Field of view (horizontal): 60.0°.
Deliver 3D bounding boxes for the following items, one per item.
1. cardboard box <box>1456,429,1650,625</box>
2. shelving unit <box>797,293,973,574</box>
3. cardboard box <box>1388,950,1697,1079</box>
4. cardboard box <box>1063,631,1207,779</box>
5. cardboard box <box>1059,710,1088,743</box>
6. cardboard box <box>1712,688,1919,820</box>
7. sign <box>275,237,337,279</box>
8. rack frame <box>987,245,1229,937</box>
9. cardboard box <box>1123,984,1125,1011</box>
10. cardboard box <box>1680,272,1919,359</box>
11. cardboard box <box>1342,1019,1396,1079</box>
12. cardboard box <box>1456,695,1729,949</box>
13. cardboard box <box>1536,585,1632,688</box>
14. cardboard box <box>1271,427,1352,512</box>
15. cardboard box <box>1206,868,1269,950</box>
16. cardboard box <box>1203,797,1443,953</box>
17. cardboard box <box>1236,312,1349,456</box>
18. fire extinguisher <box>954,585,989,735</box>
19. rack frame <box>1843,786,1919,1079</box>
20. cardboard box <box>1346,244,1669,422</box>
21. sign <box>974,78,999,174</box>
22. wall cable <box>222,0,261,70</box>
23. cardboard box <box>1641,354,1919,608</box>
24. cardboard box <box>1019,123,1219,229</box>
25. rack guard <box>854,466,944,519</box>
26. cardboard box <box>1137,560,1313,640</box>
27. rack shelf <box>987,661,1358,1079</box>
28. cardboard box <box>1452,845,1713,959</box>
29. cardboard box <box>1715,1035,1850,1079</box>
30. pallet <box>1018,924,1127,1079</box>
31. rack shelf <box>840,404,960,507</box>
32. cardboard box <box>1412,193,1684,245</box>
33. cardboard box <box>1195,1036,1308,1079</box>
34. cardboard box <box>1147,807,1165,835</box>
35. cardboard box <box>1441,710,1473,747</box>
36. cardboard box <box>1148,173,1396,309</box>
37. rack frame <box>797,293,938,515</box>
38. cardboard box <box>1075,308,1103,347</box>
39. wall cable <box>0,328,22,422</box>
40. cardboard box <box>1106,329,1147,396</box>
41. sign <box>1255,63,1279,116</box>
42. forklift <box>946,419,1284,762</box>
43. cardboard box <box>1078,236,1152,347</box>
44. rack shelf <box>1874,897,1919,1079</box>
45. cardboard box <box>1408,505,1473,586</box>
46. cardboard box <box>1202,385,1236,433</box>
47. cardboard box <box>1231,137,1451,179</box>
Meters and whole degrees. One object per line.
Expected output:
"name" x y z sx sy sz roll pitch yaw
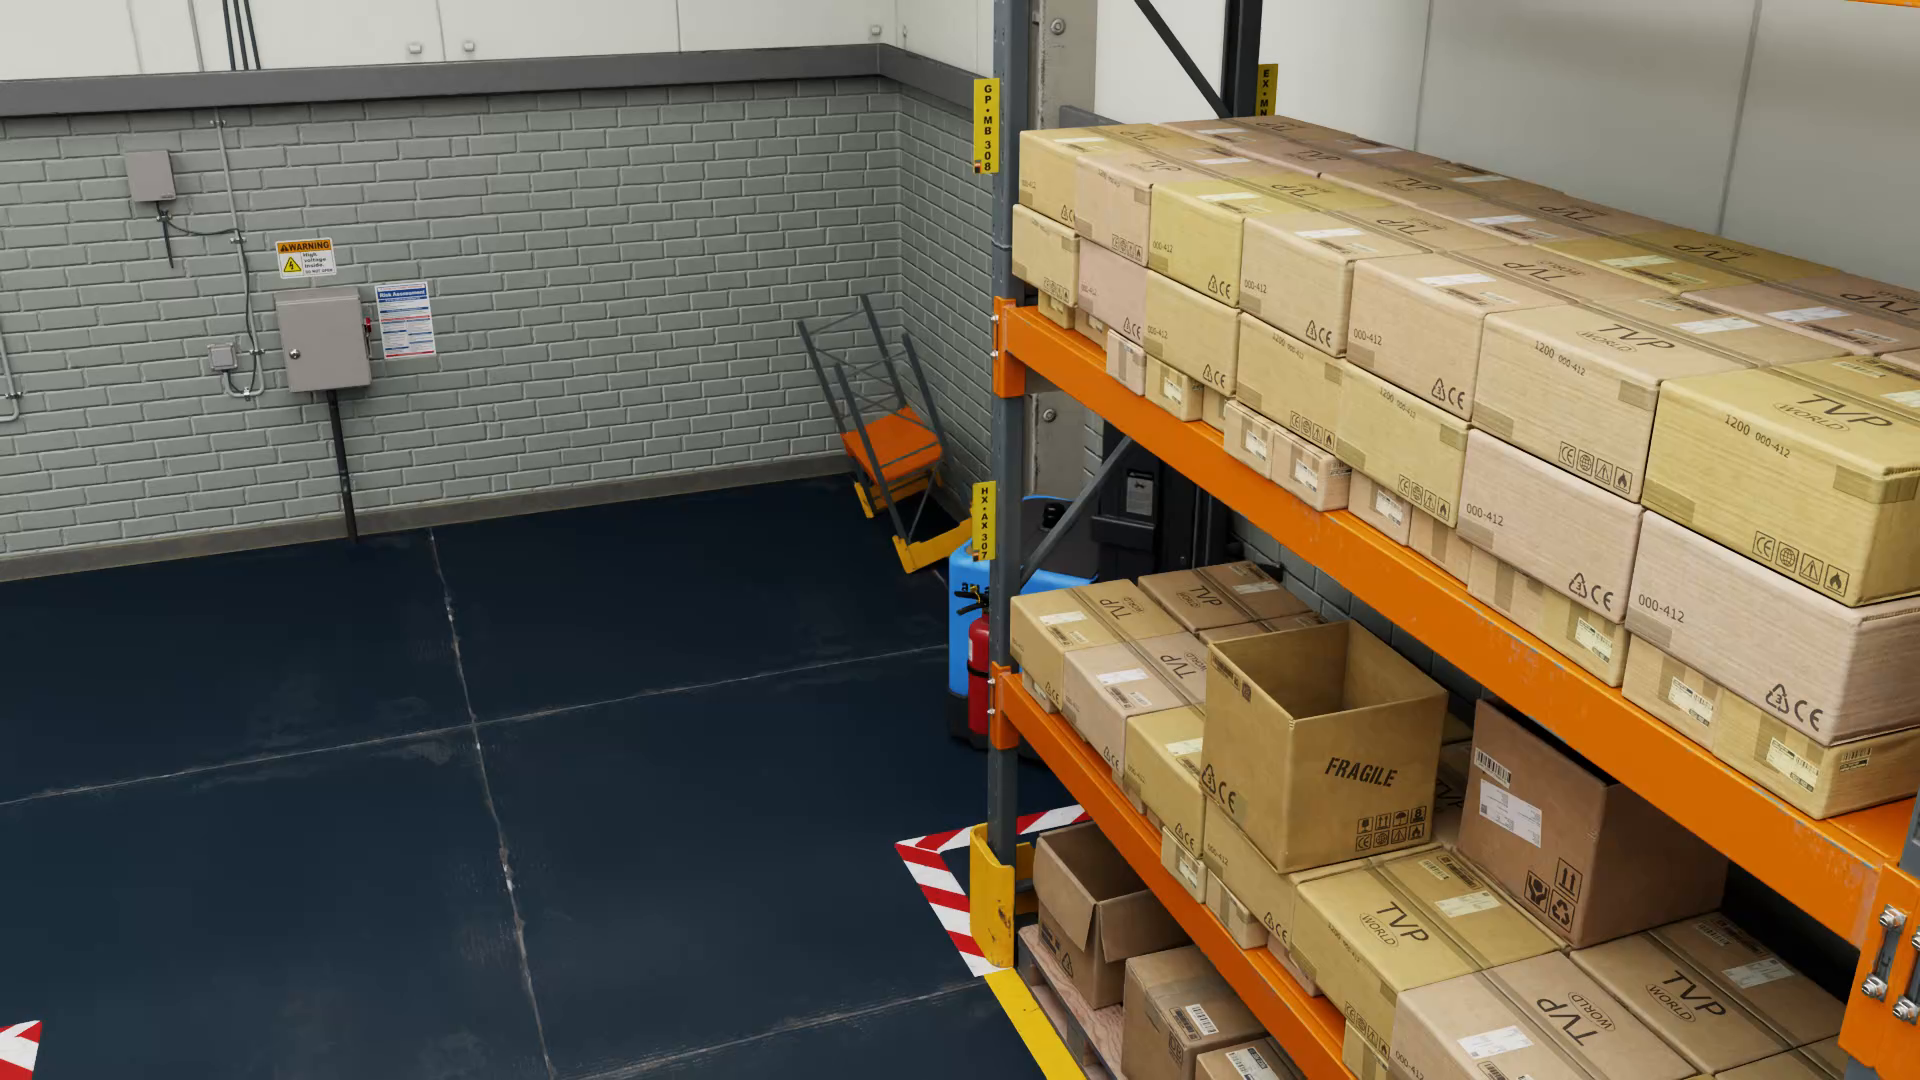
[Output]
"cardboard box" 1.419 -0.072 3.507 0.500 0.250 0.500 -9 25 -21
"shelving unit" -0.468 -0.724 10.892 0.587 1.500 1.083 -24 27 -8
"cardboard box" 1.418 1.307 4.097 0.500 0.250 0.500 -8 24 -19
"cardboard box" 0.691 0.570 5.845 0.500 0.250 0.500 -8 24 -18
"cardboard box" 0.597 0.612 6.259 0.380 0.149 0.250 -8 24 -18
"cardboard box" 1.614 0.350 3.019 0.380 0.149 0.250 -9 24 -19
"sign" -4.160 -1.793 10.580 0.339 0.242 0.001 -8 24 -19
"rack frame" 0.604 0.253 6.787 1.000 3.000 0.127 -8 24 -19
"cardboard box" 0.845 1.768 6.322 0.380 0.149 0.250 -9 25 -21
"cardboard box" 1.911 -0.379 3.591 0.500 0.250 0.500 -9 24 -20
"cardboard box" 1.258 1.370 4.460 0.380 0.149 0.250 -9 24 -20
"cardboard box" 1.740 0.716 4.535 0.500 0.500 0.500 -9 24 -20
"cardboard box" 1.444 0.162 3.465 0.380 0.149 0.250 -8 24 -17
"cardboard box" 1.042 -0.205 4.336 0.380 0.149 0.250 -8 24 -18
"cardboard box" 0.984 1.094 5.116 0.380 0.149 0.250 -8 24 -18
"cardboard box" 1.073 0.937 4.975 0.500 0.250 0.500 -9 24 -20
"cardboard box" 1.078 -0.444 4.389 0.500 0.250 0.500 -9 24 -20
"fire extinguisher" 0.120 0.471 6.851 0.296 0.674 0.183 -8 24 -19
"rack frame" 2.017 1.707 3.339 1.000 3.000 0.127 -8 24 -19
"cardboard box" 1.255 -0.493 3.861 0.500 0.250 0.500 -8 24 -18
"sign" 0.097 -1.457 5.858 0.100 0.325 0.005 -8 24 -19
"wall cable" -2.987 -4.345 9.924 2.988 3.039 0.133 -8 24 -19
"cardboard box" 1.614 -0.124 2.987 0.500 0.250 0.500 -8 24 -19
"cardboard box" 0.526 -1.232 5.614 0.500 0.250 0.500 -9 24 -20
"rack guard" -0.425 -0.385 11.614 0.587 0.250 0.087 -24 27 -8
"cardboard box" 1.015 0.316 6.448 0.500 0.250 0.500 -8 24 -17
"rack shelf" 1.311 1.311 5.203 1.077 0.370 4.000 -8 24 -19
"cardboard box" 1.731 1.053 4.700 0.500 0.250 0.500 -8 24 -18
"cardboard box" 2.095 1.422 3.825 0.500 0.250 0.500 -9 24 -20
"pallet" 0.914 1.856 6.576 1.003 0.211 1.213 -8 24 -19
"rack shelf" -0.410 -0.570 10.965 0.538 0.185 1.000 -24 27 -8
"cardboard box" 1.549 -0.744 4.457 0.500 0.250 0.500 -8 24 -19
"cardboard box" 1.090 1.969 5.395 0.500 0.500 0.500 -8 24 -18
"cardboard box" 0.853 0.899 5.579 0.380 0.149 0.250 -8 24 -18
"cardboard box" 1.367 0.684 5.575 0.500 0.250 0.500 -8 24 -17
"cardboard box" 0.878 -0.864 4.741 0.500 0.250 0.500 -9 24 -20
"rack frame" -0.618 -0.907 11.331 0.500 1.500 0.032 -24 27 -8
"cardboard box" 0.616 -0.774 5.685 0.380 0.149 0.250 -8 24 -18
"wall cable" -6.052 -1.593 9.818 0.585 1.953 0.123 -8 24 -19
"cardboard box" 0.683 -0.574 5.210 0.380 0.149 0.250 -8 24 -18
"sign" 1.130 -1.606 6.196 0.100 0.325 0.005 -8 24 -19
"forklift" 1.481 -0.201 7.954 3.031 2.935 1.130 11 25 24
"cardboard box" 0.704 -0.816 5.273 0.500 0.250 0.500 -8 24 -18
"rack shelf" 2.724 1.383 1.172 1.077 0.370 4.000 -8 24 -19
"cardboard box" 1.294 -0.029 3.918 0.380 0.149 0.250 -8 24 -17
"cardboard box" 0.927 -0.398 4.794 0.380 0.149 0.250 -9 24 -20
"cardboard box" 1.205 -1.115 5.338 0.500 0.250 0.500 -9 25 -21
